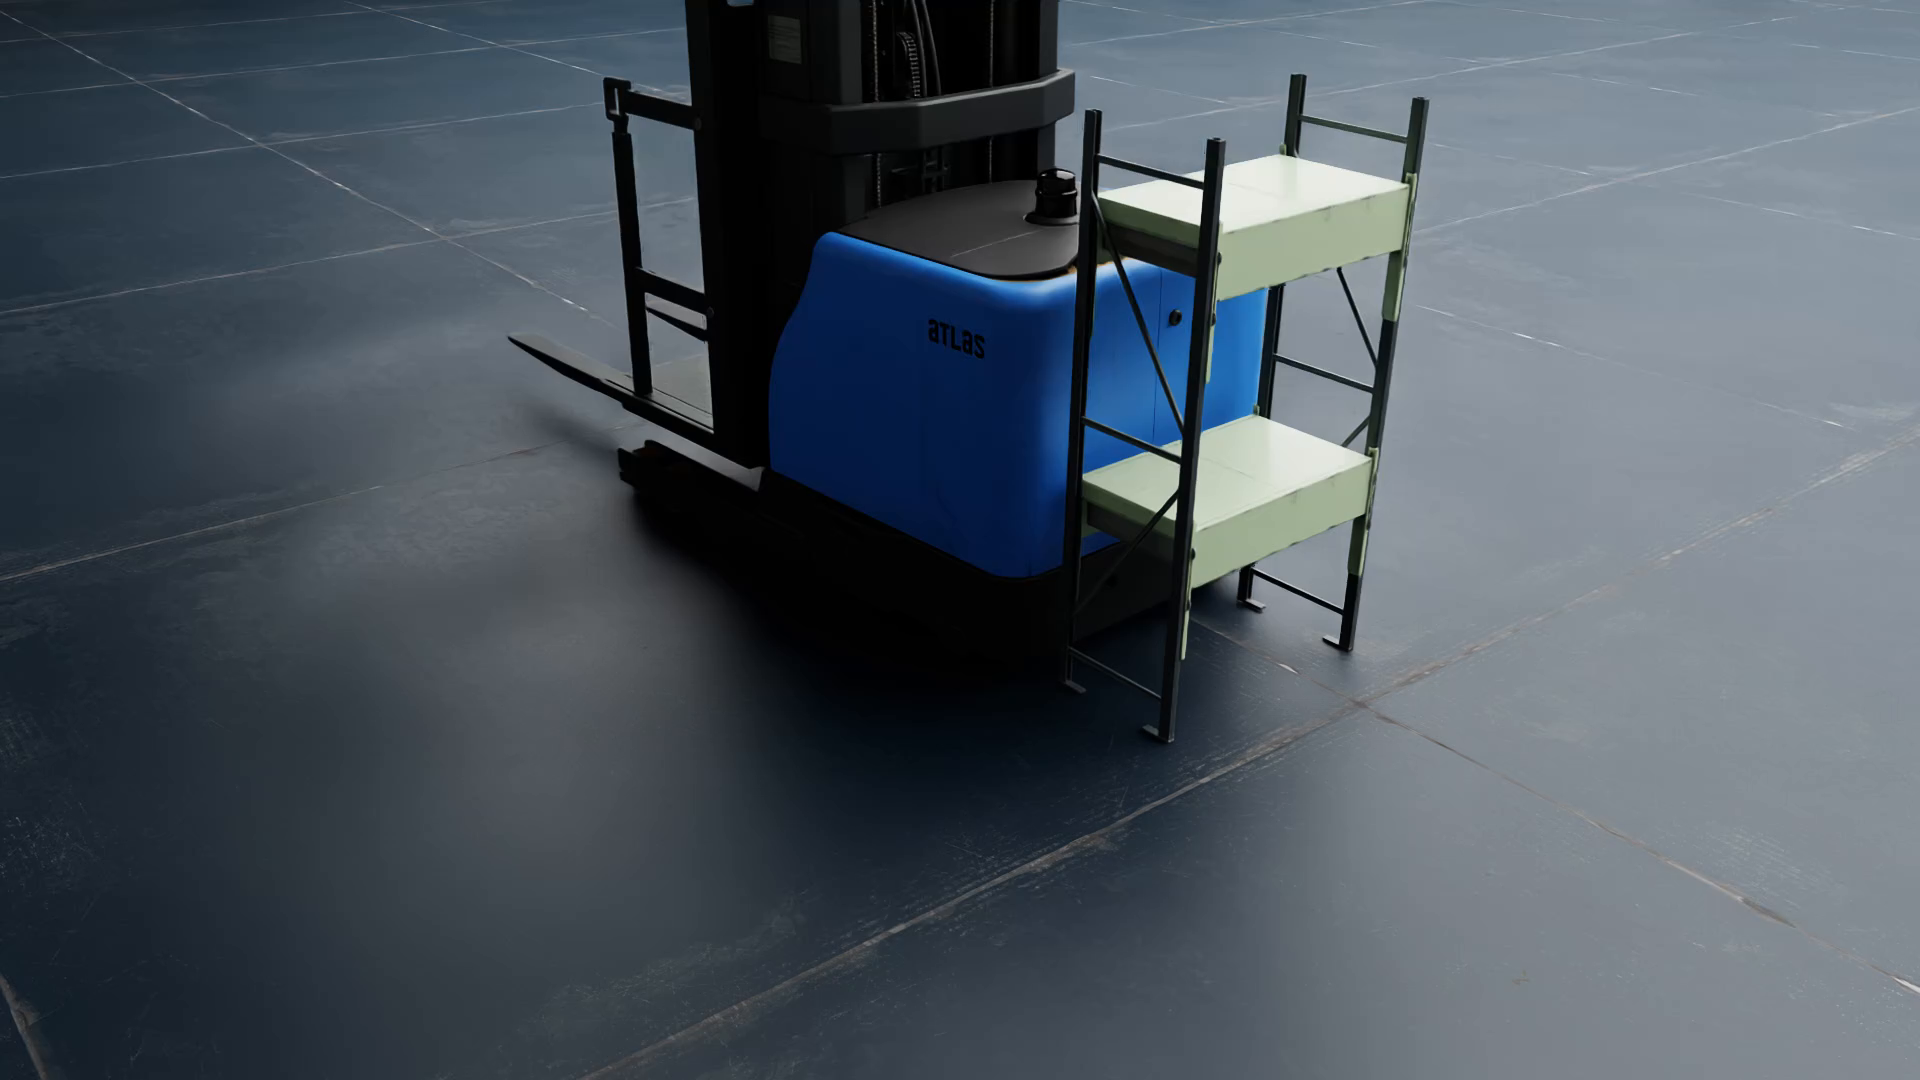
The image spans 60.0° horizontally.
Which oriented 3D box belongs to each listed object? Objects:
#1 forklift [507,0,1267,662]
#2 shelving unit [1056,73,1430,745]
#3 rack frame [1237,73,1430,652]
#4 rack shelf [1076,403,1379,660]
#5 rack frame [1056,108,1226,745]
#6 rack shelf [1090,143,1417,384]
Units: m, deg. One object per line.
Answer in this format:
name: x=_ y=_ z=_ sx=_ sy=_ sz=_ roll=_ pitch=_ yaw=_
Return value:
forklift: x=-0.490 y=-1.544 z=5.094 sx=1.130 sy=2.935 sz=3.031 roll=-21 pitch=32 yaw=-37
shelving unit: x=0.684 y=-0.335 z=4.176 sx=0.755 sy=1.500 sz=0.431 roll=-20 pitch=33 yaw=-37
rack frame: x=0.960 y=-0.436 z=4.394 sx=0.023 sy=1.500 sz=0.400 roll=-20 pitch=33 yaw=-37
rack shelf: x=0.679 y=-0.042 z=4.319 sx=0.720 sy=0.370 sz=0.431 roll=-20 pitch=33 yaw=-37
rack frame: x=0.408 y=-0.234 z=3.958 sx=0.023 sy=1.500 sz=0.400 roll=-20 pitch=33 yaw=-37
rack shelf: x=0.691 y=-0.686 z=4.004 sx=0.720 sy=0.370 sz=0.431 roll=-20 pitch=33 yaw=-37
